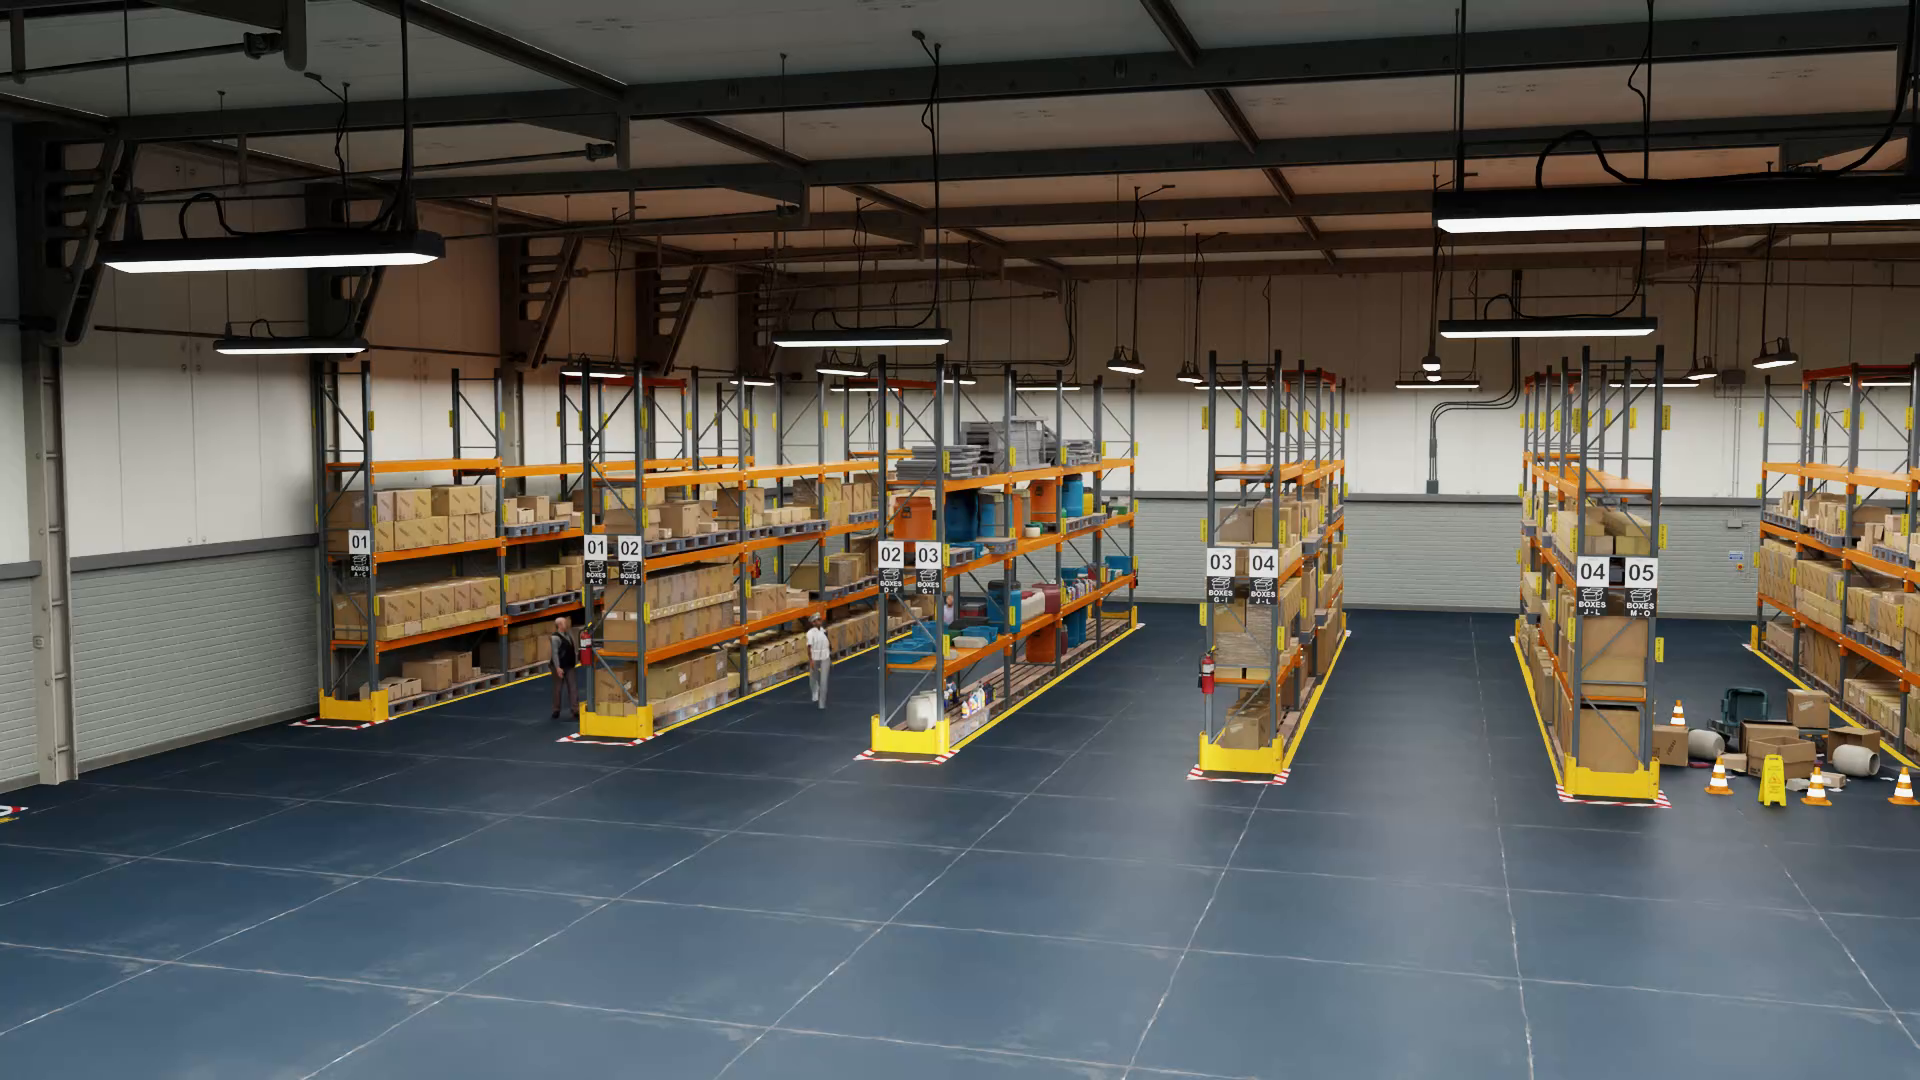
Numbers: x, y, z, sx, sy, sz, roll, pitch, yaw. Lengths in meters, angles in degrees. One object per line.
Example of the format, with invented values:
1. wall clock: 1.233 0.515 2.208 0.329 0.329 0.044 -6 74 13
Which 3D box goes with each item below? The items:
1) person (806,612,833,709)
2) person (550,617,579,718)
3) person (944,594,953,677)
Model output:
1. person: -2.450 2.078 29.034 0.458 1.642 0.846 0 4 0
2. person: -6.654 2.154 27.957 0.653 1.712 0.530 4 5 41
3. person: -0.201 1.867 32.786 0.496 1.584 0.940 1 4 10
